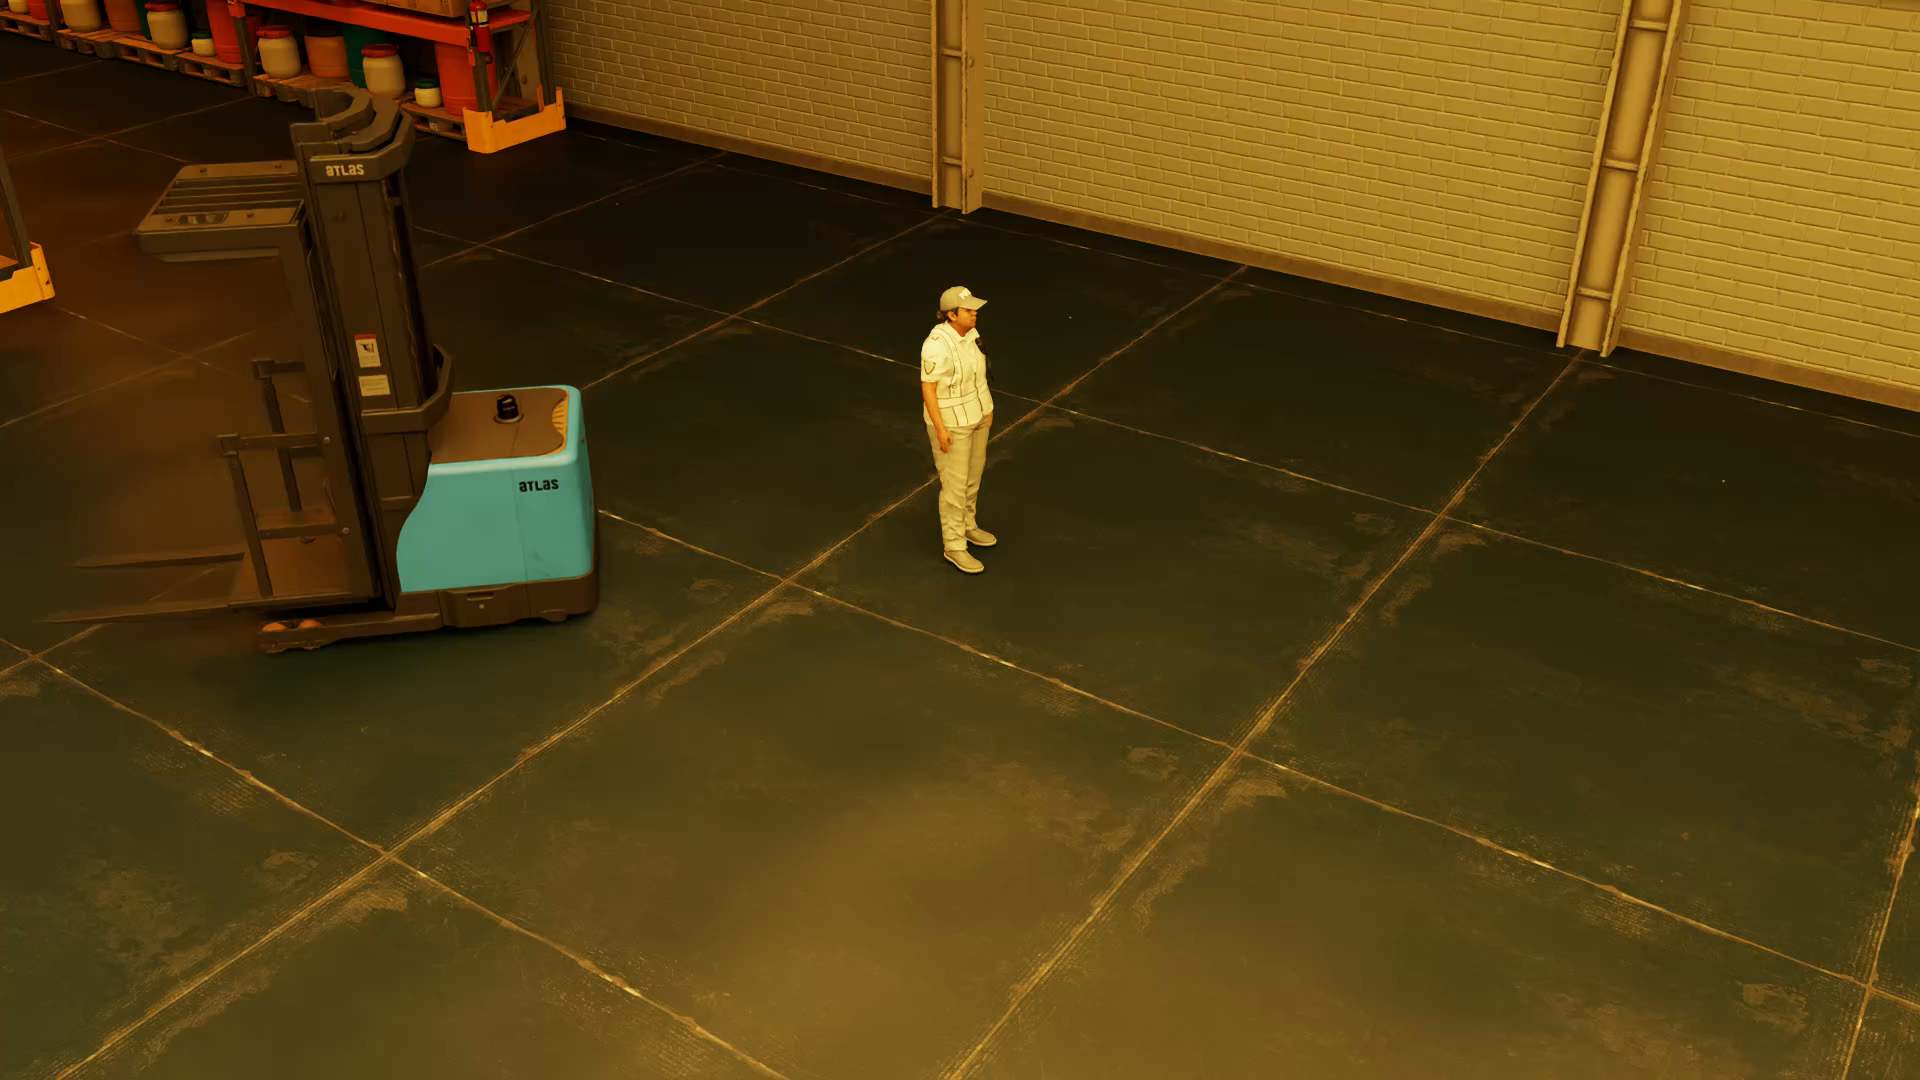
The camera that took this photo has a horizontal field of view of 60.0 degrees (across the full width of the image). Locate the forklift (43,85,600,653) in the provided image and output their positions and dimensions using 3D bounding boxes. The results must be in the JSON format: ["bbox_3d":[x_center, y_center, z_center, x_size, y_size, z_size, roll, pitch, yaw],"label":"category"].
[{"bbox_3d":[-3.679,-0.916,9.158,3.031,2.935,1.130,-5,31,-9],"label":"forklift"}]

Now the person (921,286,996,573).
[{"bbox_3d":[0.051,-0.696,10.025,0.529,1.670,0.598,19,35,29],"label":"person"}]
